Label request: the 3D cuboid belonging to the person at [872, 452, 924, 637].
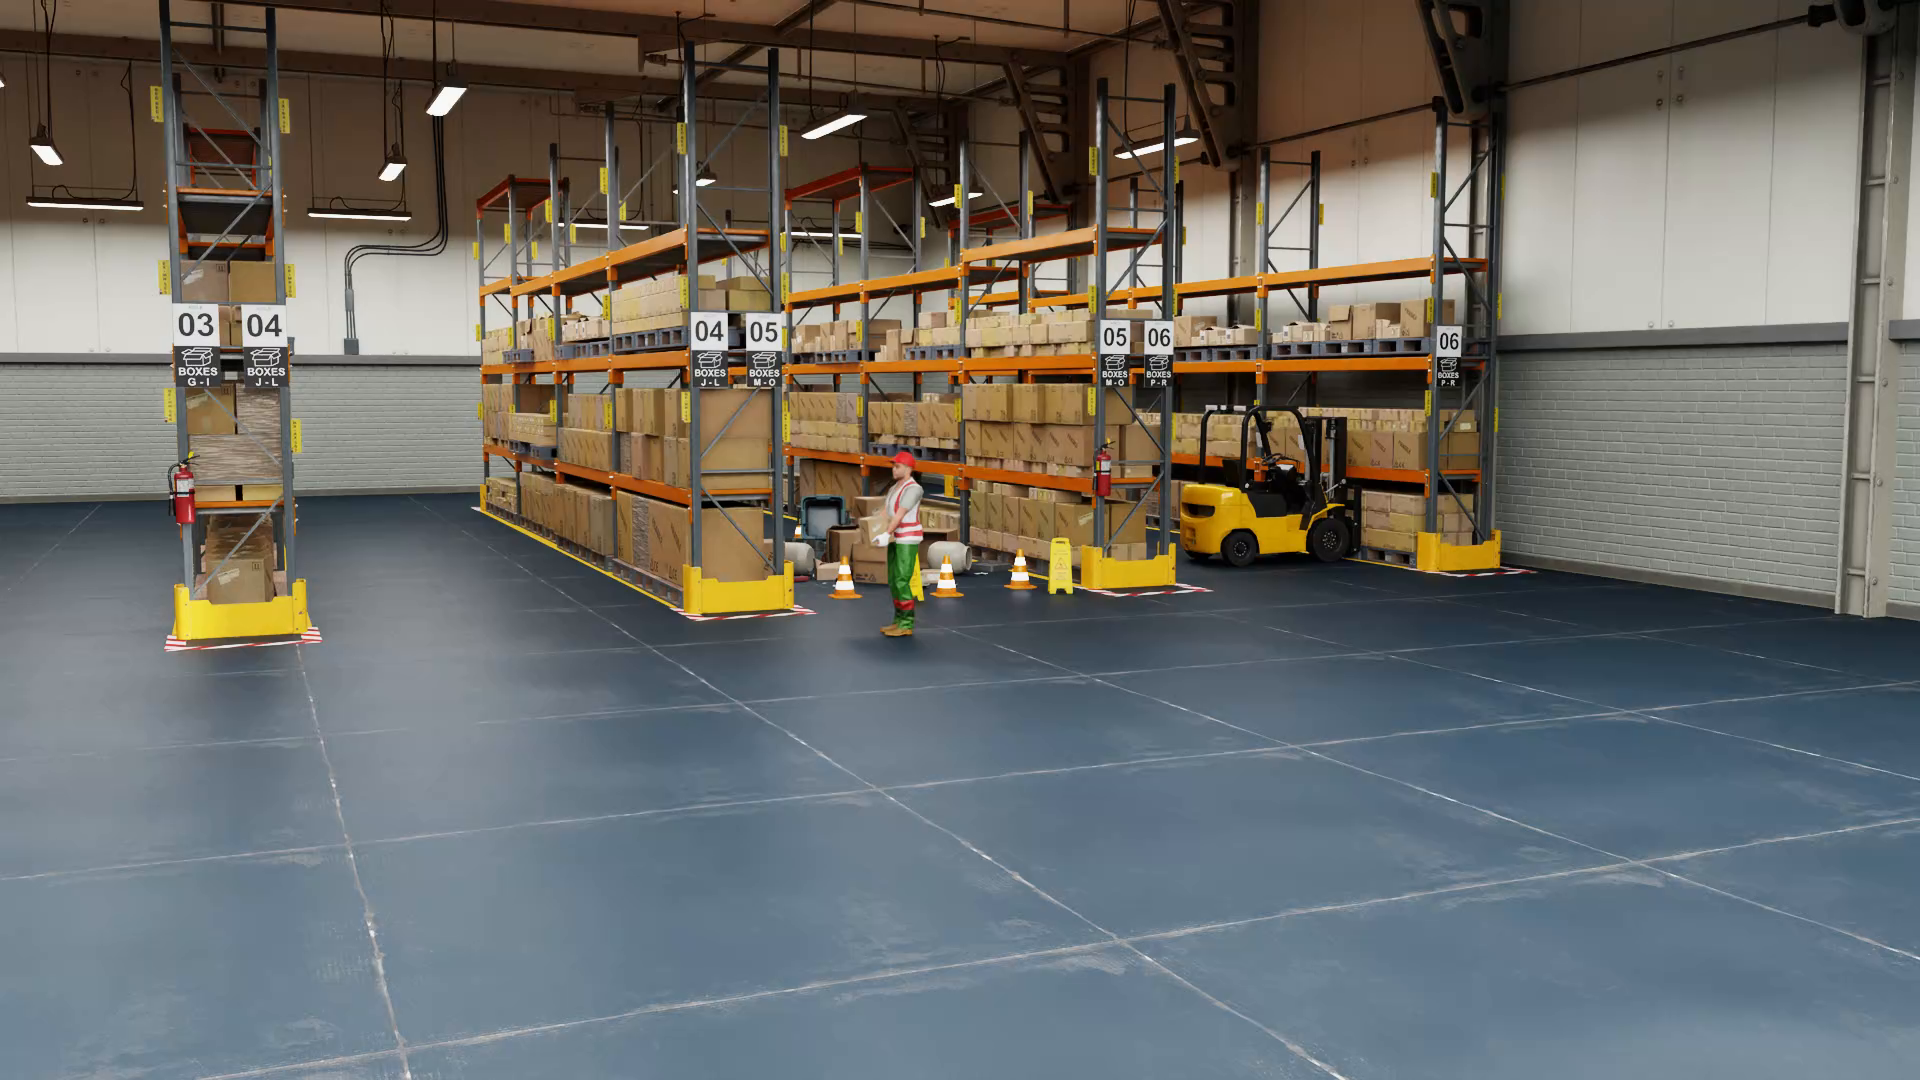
[{"bbox_3d":[-0.642,0.037,16.166,0.553,1.787,0.495,-2,6,-24],"label":"person"}]
